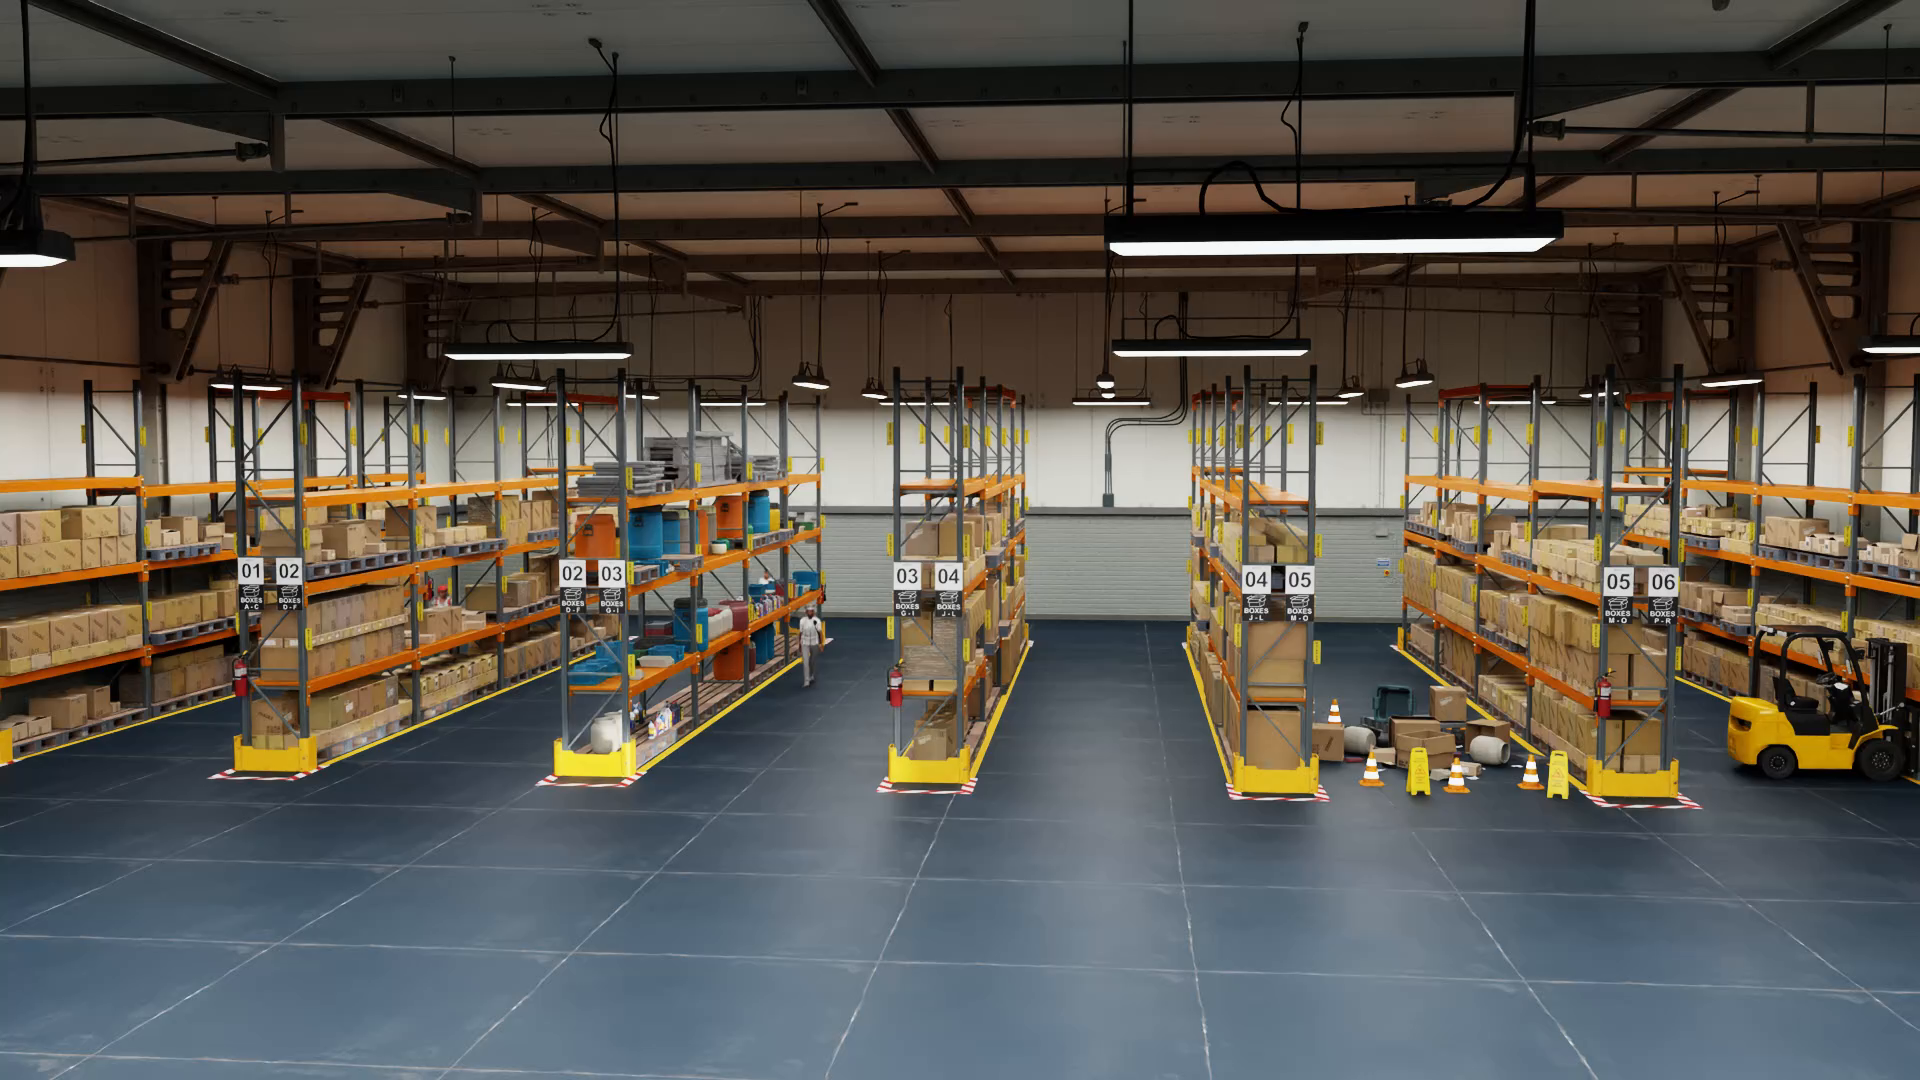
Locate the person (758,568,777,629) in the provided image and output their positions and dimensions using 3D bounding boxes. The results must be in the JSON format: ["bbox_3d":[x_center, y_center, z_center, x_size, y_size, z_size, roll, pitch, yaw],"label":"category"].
[{"bbox_3d":[-4.946,1.530,42.574,0.562,1.623,0.985,1,4,14],"label":"person"}]

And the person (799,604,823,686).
[{"bbox_3d":[-3.001,2.090,33.476,0.479,1.624,1.068,-1,4,-9],"label":"person"}]

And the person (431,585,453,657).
[{"bbox_3d":[-11.316,1.851,36.257,0.655,1.721,1.050,0,4,1],"label":"person"}]
